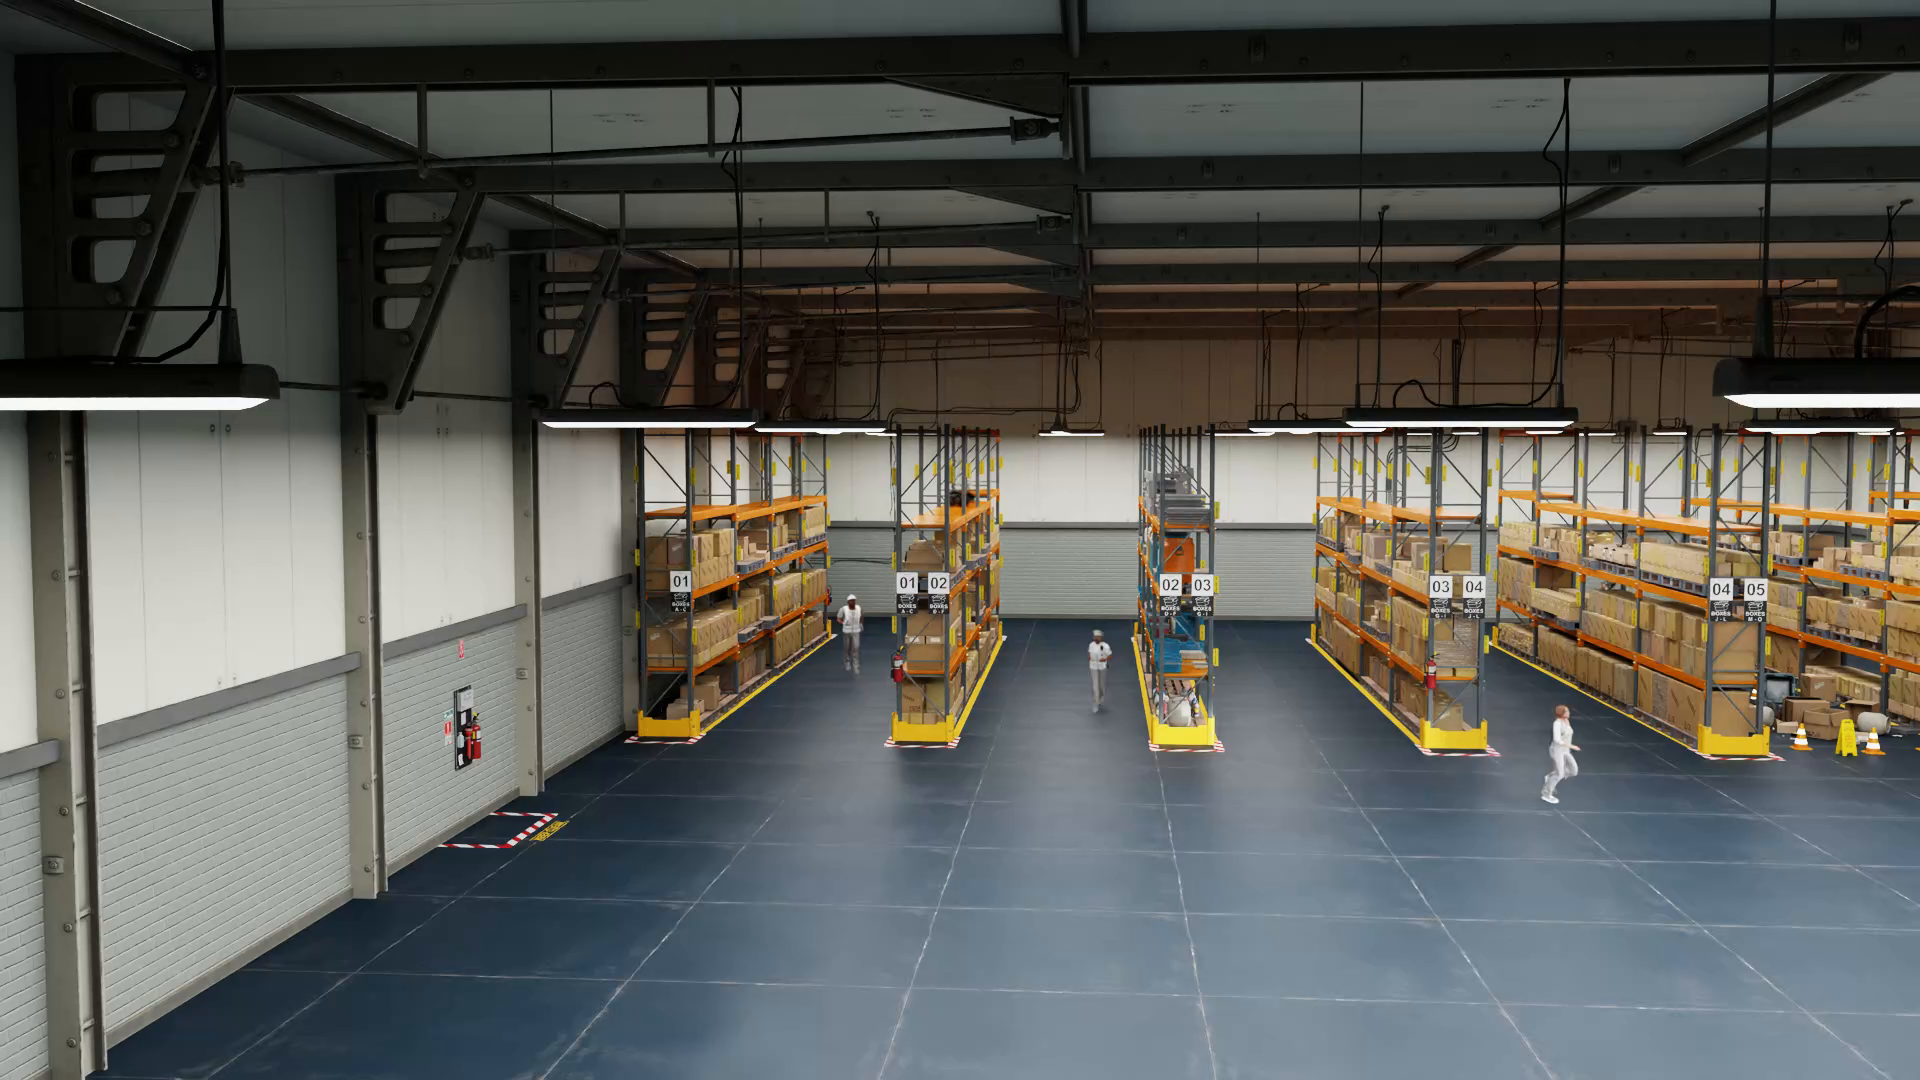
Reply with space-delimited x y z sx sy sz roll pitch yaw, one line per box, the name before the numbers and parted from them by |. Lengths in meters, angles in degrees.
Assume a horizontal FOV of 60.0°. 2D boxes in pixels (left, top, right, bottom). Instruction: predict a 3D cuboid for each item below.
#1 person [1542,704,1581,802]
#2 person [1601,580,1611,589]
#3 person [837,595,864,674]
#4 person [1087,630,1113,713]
person | 9.486 3.356 26.156 0.618 1.557 0.573 3 5 42
person | 18.395 1.990 47.240 0.624 1.763 0.679 1 4 10
person | -2.546 2.181 38.786 0.669 1.817 0.847 -1 4 -11
person | 2.948 2.742 35.108 0.566 1.718 0.869 1 4 12
